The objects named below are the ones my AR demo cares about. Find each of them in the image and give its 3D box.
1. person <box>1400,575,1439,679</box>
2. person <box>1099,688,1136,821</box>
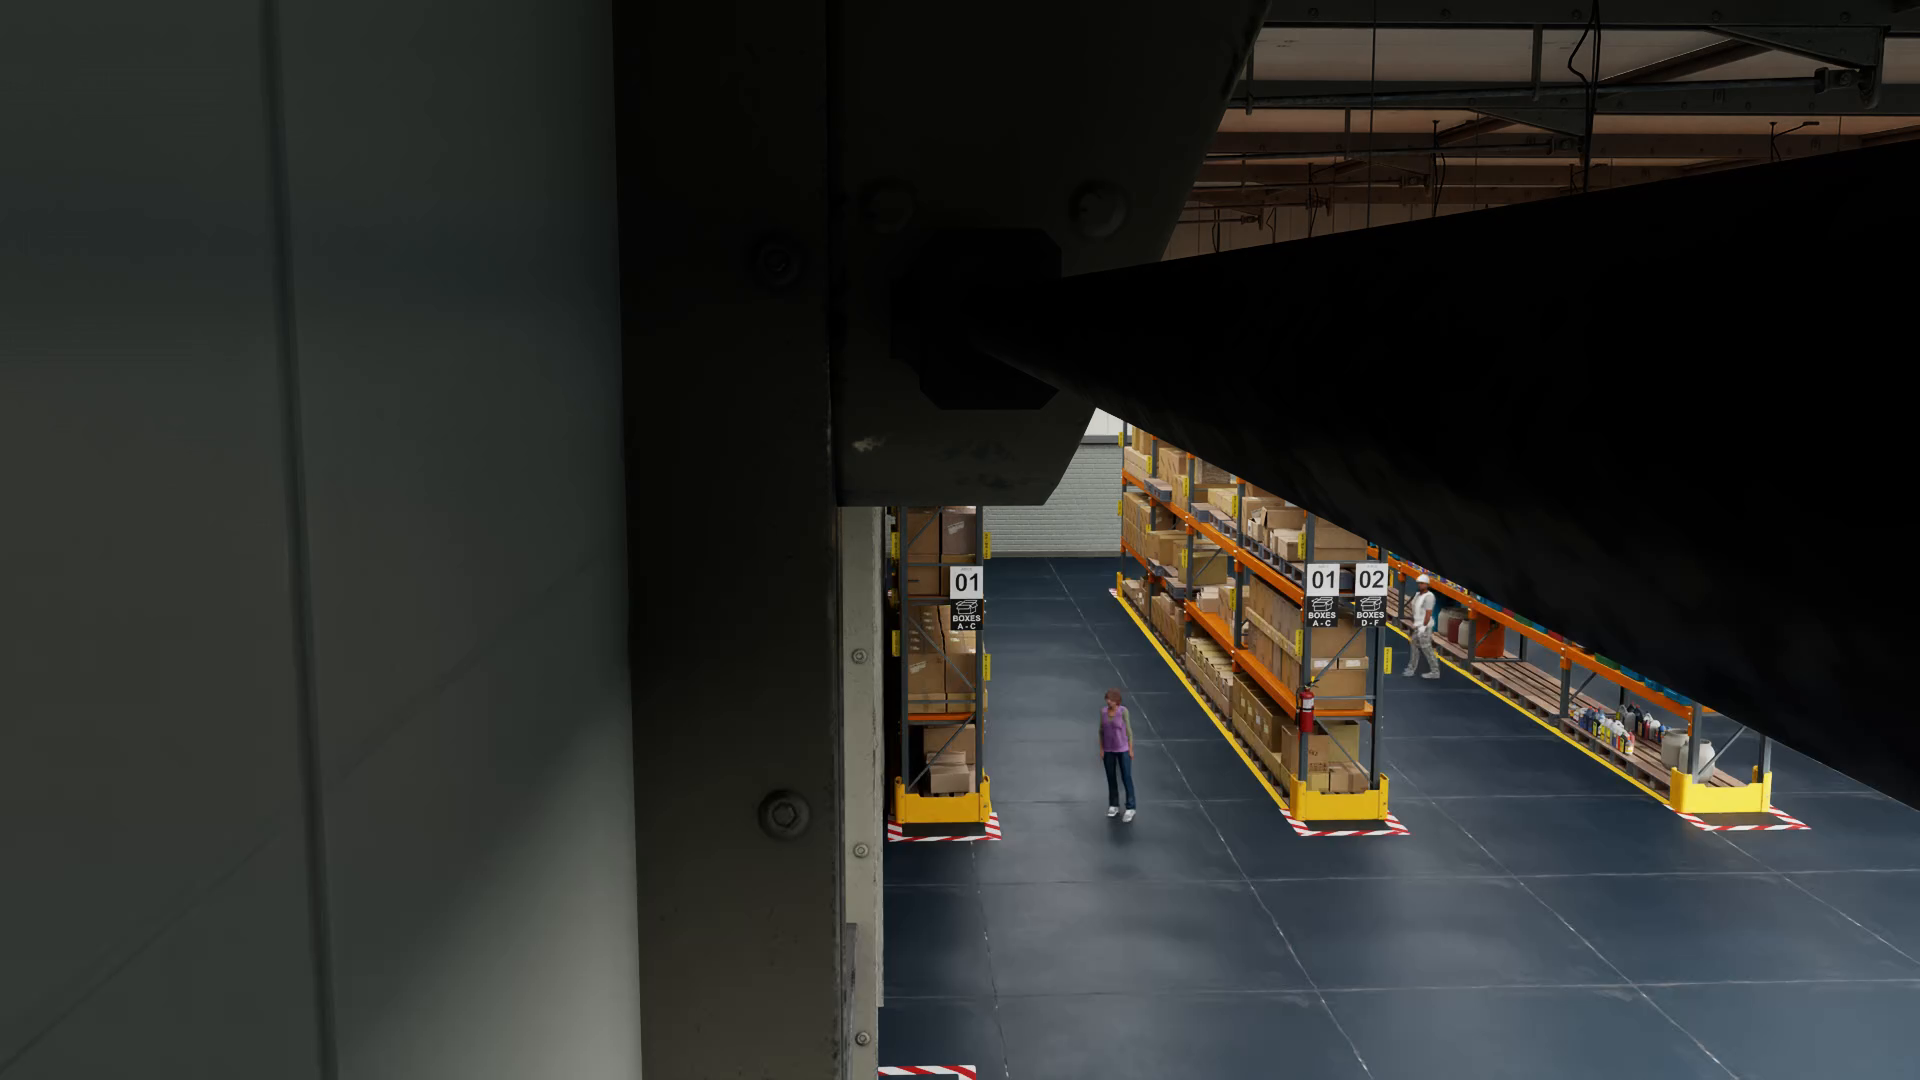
[{"bbox_3d":[7.837,1.512,28.327,0.709,1.833,0.711,3,9,21],"label":"person"},{"bbox_3d":[1.945,2.646,20.673,0.508,1.606,0.397,4,9,27],"label":"person"}]
